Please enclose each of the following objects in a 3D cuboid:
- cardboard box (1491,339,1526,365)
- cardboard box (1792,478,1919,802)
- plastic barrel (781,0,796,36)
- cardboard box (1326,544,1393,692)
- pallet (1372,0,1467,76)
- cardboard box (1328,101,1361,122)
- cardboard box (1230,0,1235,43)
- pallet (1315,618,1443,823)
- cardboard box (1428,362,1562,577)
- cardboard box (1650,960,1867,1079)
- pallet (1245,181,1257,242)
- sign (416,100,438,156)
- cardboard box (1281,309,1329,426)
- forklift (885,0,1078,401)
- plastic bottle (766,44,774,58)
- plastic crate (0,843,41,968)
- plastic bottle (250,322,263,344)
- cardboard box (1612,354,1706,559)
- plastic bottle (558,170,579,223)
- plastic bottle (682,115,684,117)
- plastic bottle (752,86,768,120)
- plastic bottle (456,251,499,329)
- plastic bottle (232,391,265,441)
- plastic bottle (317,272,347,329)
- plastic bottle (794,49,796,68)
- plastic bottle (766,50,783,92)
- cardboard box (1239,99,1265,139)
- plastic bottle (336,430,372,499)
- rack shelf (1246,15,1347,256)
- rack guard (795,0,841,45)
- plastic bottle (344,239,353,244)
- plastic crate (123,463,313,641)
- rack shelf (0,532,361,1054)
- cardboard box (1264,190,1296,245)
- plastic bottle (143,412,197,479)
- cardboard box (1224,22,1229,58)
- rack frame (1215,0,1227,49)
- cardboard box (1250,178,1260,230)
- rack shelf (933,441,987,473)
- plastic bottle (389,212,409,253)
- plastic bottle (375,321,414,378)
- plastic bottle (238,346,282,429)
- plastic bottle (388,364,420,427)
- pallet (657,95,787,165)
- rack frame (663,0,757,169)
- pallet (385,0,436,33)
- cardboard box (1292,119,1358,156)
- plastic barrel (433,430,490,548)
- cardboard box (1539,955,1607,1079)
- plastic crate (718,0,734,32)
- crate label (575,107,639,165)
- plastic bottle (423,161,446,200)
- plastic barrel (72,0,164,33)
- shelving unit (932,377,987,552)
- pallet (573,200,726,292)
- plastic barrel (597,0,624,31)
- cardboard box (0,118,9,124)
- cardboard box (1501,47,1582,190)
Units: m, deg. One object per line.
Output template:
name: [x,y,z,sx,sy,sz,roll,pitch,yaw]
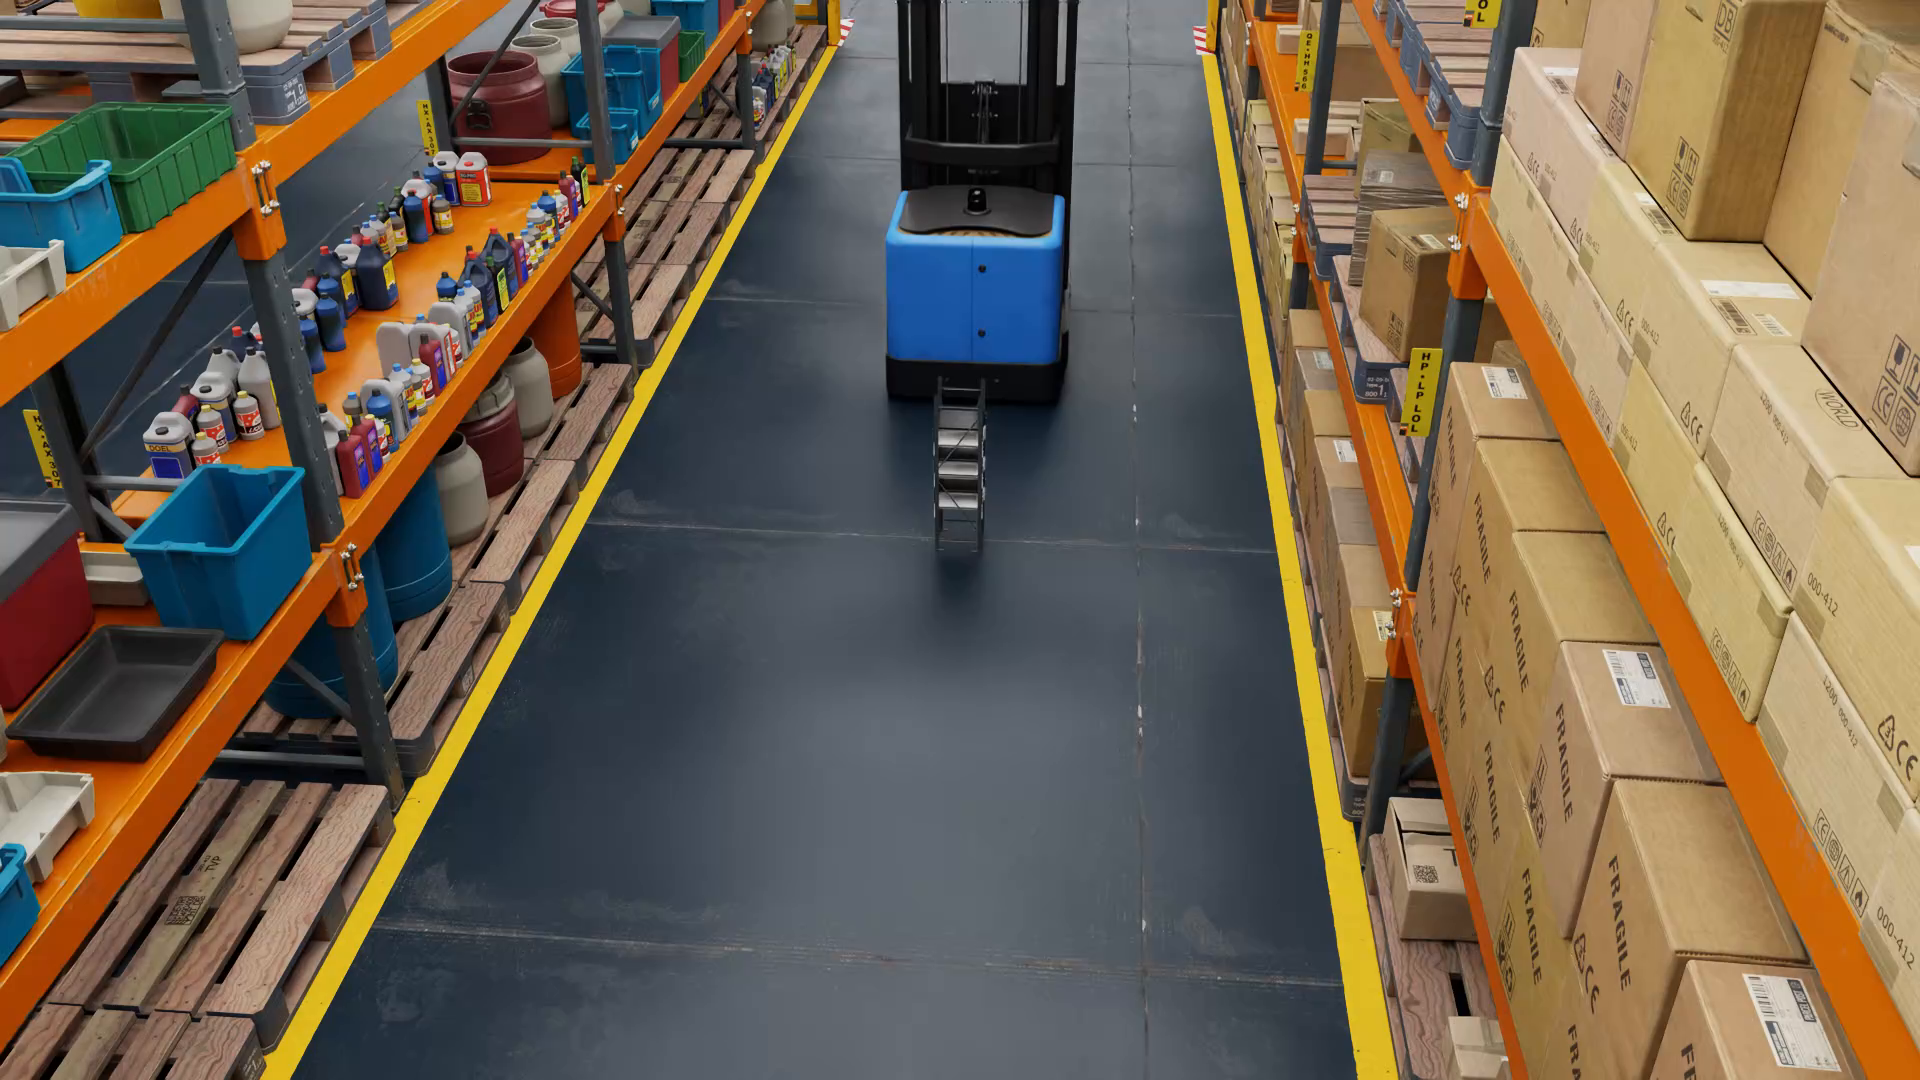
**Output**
cardboard box: [2.363,-0.439,6.107,0.700,0.500,0.500,-8,33,-13]
cardboard box: [1.604,0.145,2.462,0.500,0.250,0.500,2,32,4]
plastic barrel: [-1.836,-5.240,16.364,0.421,0.512,0.421,0,32,0]
cardboard box: [1.905,0.369,7.255,0.500,0.500,0.500,3,32,4]
pallet: [2.306,-2.057,6.548,1.213,0.211,1.003,2,32,4]
cardboard box: [2.475,-2.633,10.403,0.380,0.149,0.250,5,32,8]
cardboard box: [2.746,-4.787,15.164,0.500,0.500,0.500,2,32,4]
pallet: [2.130,0.781,7.282,1.003,0.211,1.213,2,32,4]
cardboard box: [1.783,-0.213,5.188,0.500,0.500,0.500,3,32,5]
cardboard box: [1.578,1.136,3.000,0.500,0.500,0.500,3,32,5]
pallet: [2.732,-2.588,12.749,1.003,0.211,1.213,2,32,4]
sign: [-3.058,-2.374,9.587,0.100,0.325,0.005,2,32,4]
cardboard box: [2.105,-0.968,9.425,0.500,0.500,0.500,4,32,6]
forklift: [0.187,-2.828,10.546,1.130,2.935,3.031,2,32,4]
plastic bottle: [-1.725,-4.393,15.189,0.061,0.283,0.133,2,32,4]
plastic crate: [-2.681,0.984,4.396,0.416,0.233,0.300,2,32,4]
plastic bottle: [-3.054,-0.815,7.331,0.152,0.276,0.135,2,32,4]
cardboard box: [1.691,-0.164,3.441,0.500,0.250,0.500,2,32,4]
plastic bottle: [-2.136,-1.884,9.060,0.061,0.283,0.133,2,32,4]
plastic bottle: [-2.419,-3.785,14.138,0.144,0.351,0.185,2,32,3]
plastic bottle: [-1.722,-3.722,14.107,0.152,0.276,0.135,4,32,6]
plastic bottle: [-2.291,-1.188,7.866,0.144,0.351,0.185,2,32,4]
plastic bottle: [-2.970,-0.523,6.930,0.097,0.201,0.097,0,32,0]
plastic bottle: [-2.971,-1.133,7.852,0.097,0.271,0.097,0,32,0]
plastic bottle: [-1.571,-4.484,15.416,0.097,0.201,0.097,0,32,0]
plastic bottle: [-1.655,-4.161,14.748,0.144,0.351,0.185,2,32,4]
cardboard box: [2.573,-3.422,13.665,0.500,0.250,0.500,2,32,4]
plastic bottle: [-2.380,-0.317,6.516,0.061,0.283,0.133,2,32,4]
rack shelf: [2.590,-2.810,11.137,1.077,0.370,4.000,2,32,4]
rack guard: [-1.817,-5.362,16.974,1.175,0.500,0.348,2,32,4]
plastic bottle: [-2.998,-1.354,8.210,0.097,0.271,0.097,0,32,0]
plastic crate: [-2.533,0.047,5.772,0.392,0.384,0.575,2,32,4]
rack shelf: [-2.998,1.159,4.695,1.077,0.370,4.000,2,32,4]
cardboard box: [2.304,-2.138,11.046,0.500,0.311,0.500,2,32,4]
plastic bottle: [-3.125,-0.360,6.593,0.152,0.276,0.135,2,32,4]
cardboard box: [2.776,-4.730,15.786,0.500,0.250,0.500,2,32,4]
rack frame: [3.078,-6.254,16.039,1.000,3.000,0.127,2,32,4]
cardboard box: [2.391,-2.432,12.058,0.500,0.250,0.500,2,32,2]
rack shelf: [-0.001,-0.427,8.477,0.258,0.077,0.200,2,32,4]
plastic bottle: [-2.952,-1.616,8.703,0.097,0.201,0.097,0,32,0]
plastic bottle: [-2.494,-0.856,7.399,0.152,0.276,0.135,2,32,4]
plastic bottle: [-2.943,-0.660,7.009,0.144,0.351,0.185,2,32,4]
plastic bottle: [-2.351,-0.614,7.011,0.097,0.271,0.097,0,32,0]
pallet: [-2.088,-3.538,14.290,1.003,0.211,1.213,2,32,4]
rack frame: [-2.184,-4.376,12.992,1.000,3.000,0.127,2,32,4]
pallet: [-2.779,-2.397,7.101,1.003,0.211,1.213,2,32,4]
cardboard box: [2.225,-2.446,10.099,0.380,0.149,0.250,2,32,4]
plastic barrel: [-2.581,-0.258,8.280,0.421,0.512,0.421,0,32,0]
cardboard box: [1.626,1.292,3.699,0.500,0.500,0.500,3,32,4]
plastic crate: [-1.918,-4.137,12.543,0.402,0.464,0.583,2,32,4]
crate label: [-2.102,-2.417,9.973,0.303,0.233,0.416,2,32,4]
plastic bottle: [-2.904,-1.958,9.190,0.097,0.271,0.097,0,32,0]
plastic barrel: [-2.963,-2.215,6.046,0.600,0.588,0.600,0,32,0]
shelving unit: [-0.001,-0.379,8.507,0.258,0.900,0.210,2,32,4]
pallet: [-2.306,-2.137,12.016,1.003,0.211,1.213,2,32,4]
plastic barrel: [-2.540,-3.559,11.537,0.433,0.535,0.433,0,32,0]
cardboard box: [-7.294,-2.849,12.478,0.700,0.500,0.500,0,32,0]
cardboard box: [1.814,-1.161,4.583,0.500,0.250,0.500,2,32,4]
